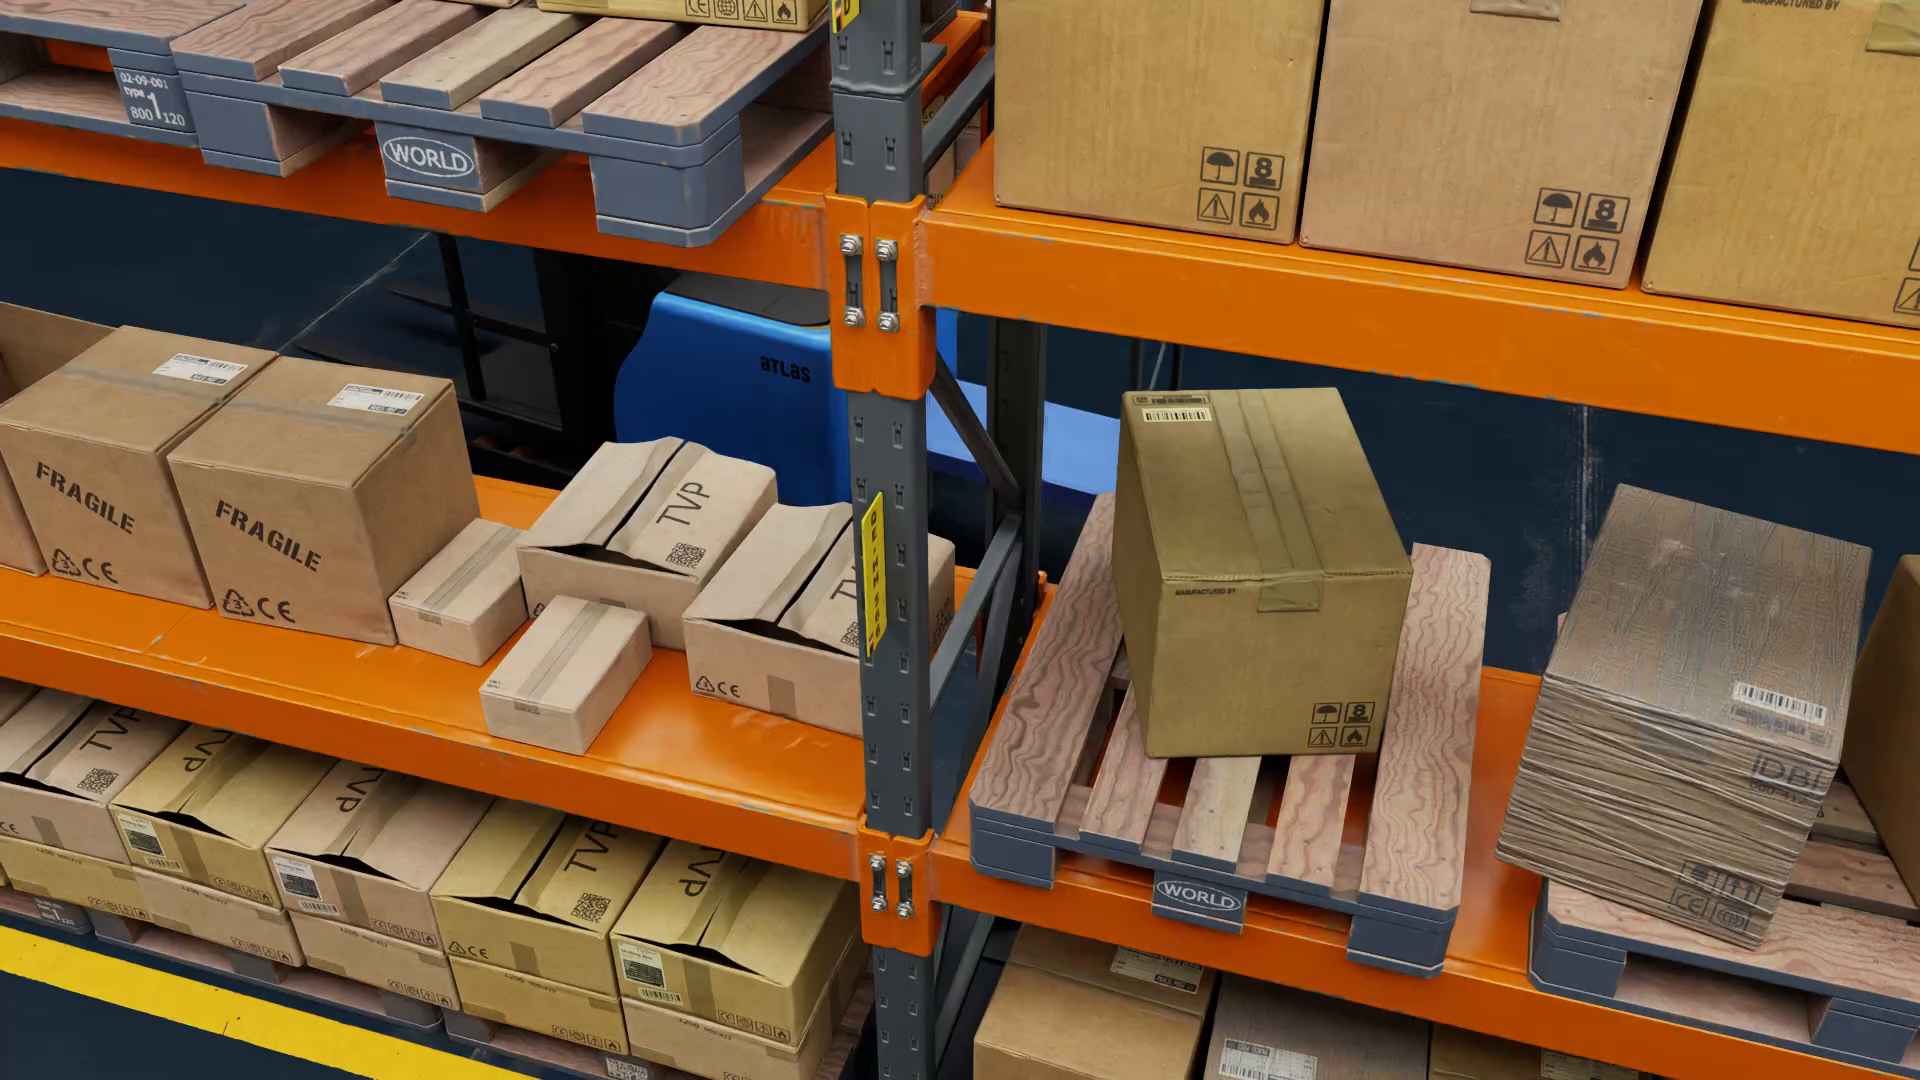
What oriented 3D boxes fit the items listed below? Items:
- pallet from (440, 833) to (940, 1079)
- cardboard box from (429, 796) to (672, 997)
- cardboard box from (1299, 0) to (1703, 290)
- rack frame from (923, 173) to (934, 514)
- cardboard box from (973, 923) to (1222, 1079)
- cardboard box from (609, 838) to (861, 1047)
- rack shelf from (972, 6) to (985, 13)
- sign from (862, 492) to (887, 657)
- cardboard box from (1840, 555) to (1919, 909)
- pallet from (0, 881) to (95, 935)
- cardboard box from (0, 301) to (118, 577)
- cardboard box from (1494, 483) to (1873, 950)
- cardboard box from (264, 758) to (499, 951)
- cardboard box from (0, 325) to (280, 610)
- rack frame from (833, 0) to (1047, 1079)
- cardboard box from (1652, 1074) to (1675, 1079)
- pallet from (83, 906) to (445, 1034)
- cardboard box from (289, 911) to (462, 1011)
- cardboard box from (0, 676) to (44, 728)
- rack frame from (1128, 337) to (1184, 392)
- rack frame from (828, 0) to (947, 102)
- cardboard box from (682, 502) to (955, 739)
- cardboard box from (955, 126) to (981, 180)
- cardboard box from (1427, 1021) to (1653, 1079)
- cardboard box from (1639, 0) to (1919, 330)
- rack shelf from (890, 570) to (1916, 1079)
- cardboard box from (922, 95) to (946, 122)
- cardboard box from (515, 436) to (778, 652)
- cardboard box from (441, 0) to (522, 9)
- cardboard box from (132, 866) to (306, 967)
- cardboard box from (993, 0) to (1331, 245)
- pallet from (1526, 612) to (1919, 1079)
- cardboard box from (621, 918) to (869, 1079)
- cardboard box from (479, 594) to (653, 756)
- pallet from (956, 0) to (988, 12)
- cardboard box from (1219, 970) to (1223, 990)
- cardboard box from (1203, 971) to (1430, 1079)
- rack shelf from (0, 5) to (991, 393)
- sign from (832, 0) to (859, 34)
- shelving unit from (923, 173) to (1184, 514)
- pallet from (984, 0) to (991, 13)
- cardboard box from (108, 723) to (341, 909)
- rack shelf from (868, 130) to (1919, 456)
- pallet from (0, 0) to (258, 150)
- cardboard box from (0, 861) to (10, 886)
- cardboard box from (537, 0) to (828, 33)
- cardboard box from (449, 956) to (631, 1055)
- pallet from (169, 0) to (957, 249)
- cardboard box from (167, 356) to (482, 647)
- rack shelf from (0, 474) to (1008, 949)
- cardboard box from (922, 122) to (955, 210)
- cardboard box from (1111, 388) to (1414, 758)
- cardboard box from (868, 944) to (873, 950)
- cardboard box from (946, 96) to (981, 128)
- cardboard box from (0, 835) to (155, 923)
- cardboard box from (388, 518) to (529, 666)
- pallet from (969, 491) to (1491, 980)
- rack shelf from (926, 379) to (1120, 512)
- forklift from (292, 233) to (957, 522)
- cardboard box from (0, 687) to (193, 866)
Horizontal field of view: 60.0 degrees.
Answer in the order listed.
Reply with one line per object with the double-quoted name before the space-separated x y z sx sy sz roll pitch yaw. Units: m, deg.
"pallet" -0.773 1.175 4.975 1.213 0.211 1.003 10 38 14
"cardboard box" -1.070 0.891 4.501 0.500 0.311 0.500 10 38 13
"cardboard box" 0.914 -0.880 2.800 0.500 0.500 0.910 10 38 14
"rack frame" -0.232 -0.607 6.310 0.032 1.500 0.500 16 39 20
"cardboard box" 0.350 1.292 4.202 0.500 0.500 0.500 12 38 16
"cardboard box" -0.572 0.979 4.381 0.500 0.311 0.500 11 38 15
"rack shelf" -0.435 -2.647 8.423 4.000 0.370 1.077 10 38 14
"sign" -0.161 0.068 3.150 0.005 0.325 0.100 10 38 14
"cardboard box" 2.114 0.440 3.183 0.500 0.500 0.700 2 36 2
"pallet" -3.102 0.744 5.561 1.213 0.211 1.003 10 38 14
"cardboard box" -2.586 -0.289 4.528 0.500 0.500 0.500 13 38 17
"cardboard box" 1.452 0.328 3.335 0.500 0.500 0.700 18 40 22
"cardboard box" -1.551 0.800 4.625 0.500 0.311 0.500 10 38 14
"cardboard box" -2.108 -0.201 4.408 0.500 0.500 0.500 11 38 14
"rack frame" 0.001 0.220 3.921 0.127 3.000 1.000 10 38 14
"cardboard box" 1.829 1.562 3.835 0.500 0.500 0.500 9 37 12
"pallet" -1.934 0.959 5.269 1.213 0.211 1.003 10 38 14
"cardboard box" -1.546 1.024 4.794 0.500 0.250 0.500 11 38 15
"cardboard box" -3.021 0.531 4.991 0.500 0.311 0.500 10 38 13
"rack frame" 0.684 -0.346 5.955 0.032 1.500 0.500 16 39 20
"rack frame" 0.001 -2.196 2.142 0.127 3.000 1.000 10 38 14
"cardboard box" -0.333 0.167 4.068 0.500 0.311 0.500 13 38 17
"cardboard box" 0.315 -2.009 8.686 0.500 0.500 0.700 10 38 14
"cardboard box" 1.329 1.473 3.956 0.500 0.500 0.500 10 38 13
"cardboard box" 1.411 -0.788 2.676 0.500 0.500 0.910 10 38 14
"rack shelf" 1.910 0.863 3.654 4.000 0.370 1.077 10 38 14
"cardboard box" -0.246 -2.378 8.555 0.500 0.250 0.500 10 38 14
"cardboard box" -0.795 -0.012 4.311 0.500 0.311 0.500 10 38 13
"cardboard box" -0.955 -1.228 3.129 0.500 0.250 0.500 11 38 15
"cardboard box" -2.038 0.934 4.915 0.500 0.250 0.500 11 38 15
"cardboard box" 0.427 -0.970 2.923 0.500 0.500 0.910 10 38 14
"pallet" 1.859 0.638 3.514 1.213 0.211 1.003 10 38 14
"cardboard box" -0.574 1.203 4.550 0.500 0.250 0.500 11 38 15
"cardboard box" -0.940 0.319 3.999 0.250 0.149 0.380 10 38 14
"pallet" -0.427 -2.833 8.230 1.213 0.211 1.003 10 38 14
"cardboard box" 0.964 1.082 4.487 0.500 0.500 0.500 12 38 16
"cardboard box" 0.852 1.381 4.081 0.500 0.500 0.500 9 37 12
"rack shelf" -1.908 -1.052 3.725 4.000 0.370 1.077 10 38 14
"sign" -0.172 -0.916 2.430 0.005 0.325 0.100 10 38 14
"shelving unit" 0.226 -0.477 6.133 1.048 1.500 0.538 16 39 20
"pallet" 0.762 -2.572 7.876 1.003 0.211 1.213 10 38 14
"cardboard box" -2.029 0.710 4.747 0.500 0.311 0.500 12 38 15
"rack shelf" 1.910 -0.345 2.764 4.000 0.370 1.077 10 38 14
"pallet" -1.742 -1.177 3.448 1.213 0.211 1.003 12 38 16
"cardboard box" -3.018 0.754 5.161 0.500 0.250 0.500 11 38 15
"cardboard box" -0.449 -1.145 3.017 0.500 0.250 0.500 8 37 10
"cardboard box" -1.067 1.114 4.671 0.500 0.250 0.500 10 38 13
"pallet" -0.673 -0.981 3.182 1.003 0.211 1.213 12 38 16
"cardboard box" -1.606 -0.108 4.281 0.500 0.500 0.500 9 37 11
"rack shelf" -1.908 0.156 4.614 4.000 0.370 1.077 10 38 14
"cardboard box" -0.168 -2.080 8.784 0.500 0.500 0.700 10 38 14
"cardboard box" 0.636 0.058 3.702 0.500 0.500 0.700 -1 36 -2
"cardboard box" -0.411 0.900 4.963 0.500 0.250 0.500 10 38 14
"cardboard box" 0.246 -2.290 8.436 0.500 0.250 0.500 11 38 15
"cardboard box" -2.523 0.844 5.038 0.500 0.250 0.500 9 37 12
"cardboard box" -1.233 0.128 4.258 0.250 0.149 0.380 13 38 17
"pallet" 0.669 0.377 3.869 1.003 0.211 1.213 10 38 14
"rack shelf" 0.226 -0.332 6.239 1.000 0.185 0.538 16 39 20
"forklift" -1.551 -1.674 6.552 3.031 2.935 1.130 17 39 21
"cardboard box" -2.526 0.622 4.867 0.500 0.311 0.500 9 37 12
